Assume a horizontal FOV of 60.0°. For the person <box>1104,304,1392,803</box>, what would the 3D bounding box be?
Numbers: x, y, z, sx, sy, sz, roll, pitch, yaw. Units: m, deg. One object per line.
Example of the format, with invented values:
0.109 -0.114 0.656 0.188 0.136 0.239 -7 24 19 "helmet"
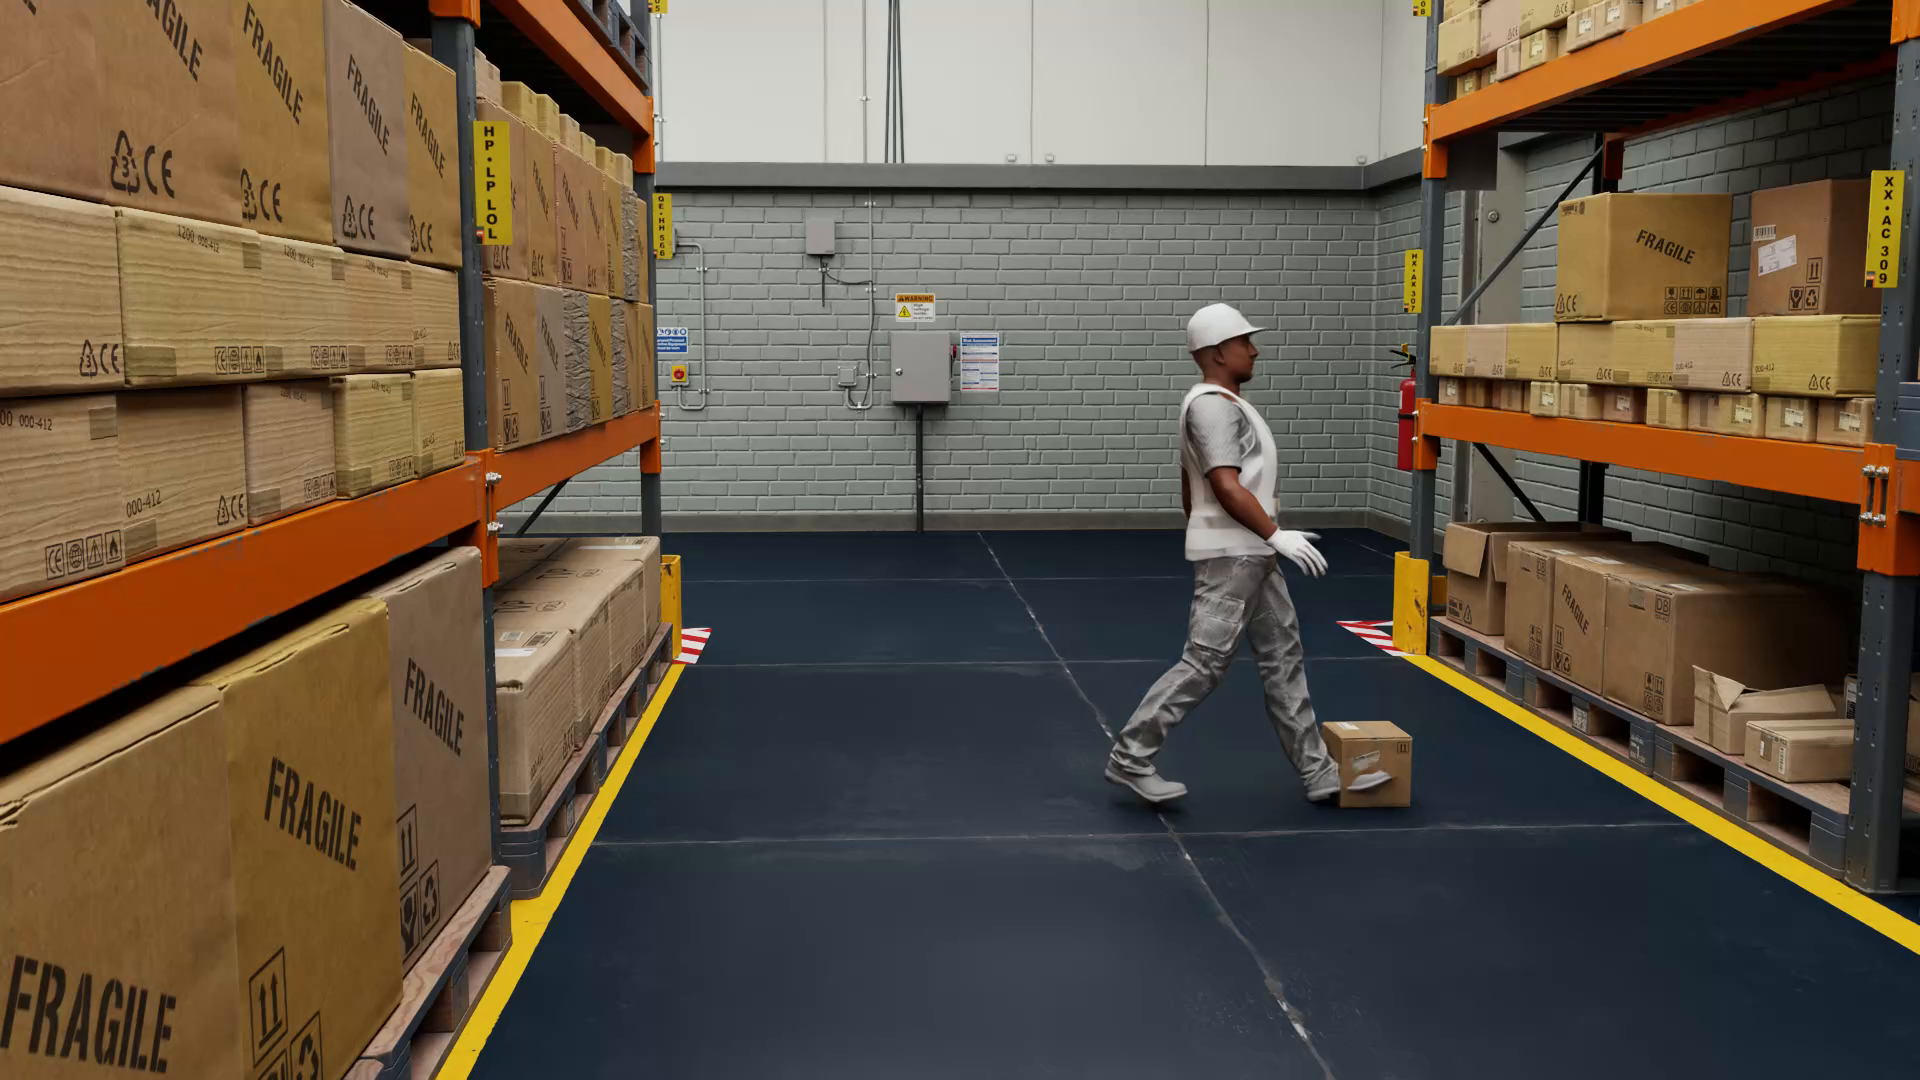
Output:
1.025 0.056 5.812 0.994 1.750 0.617 2 7 13 "person"
